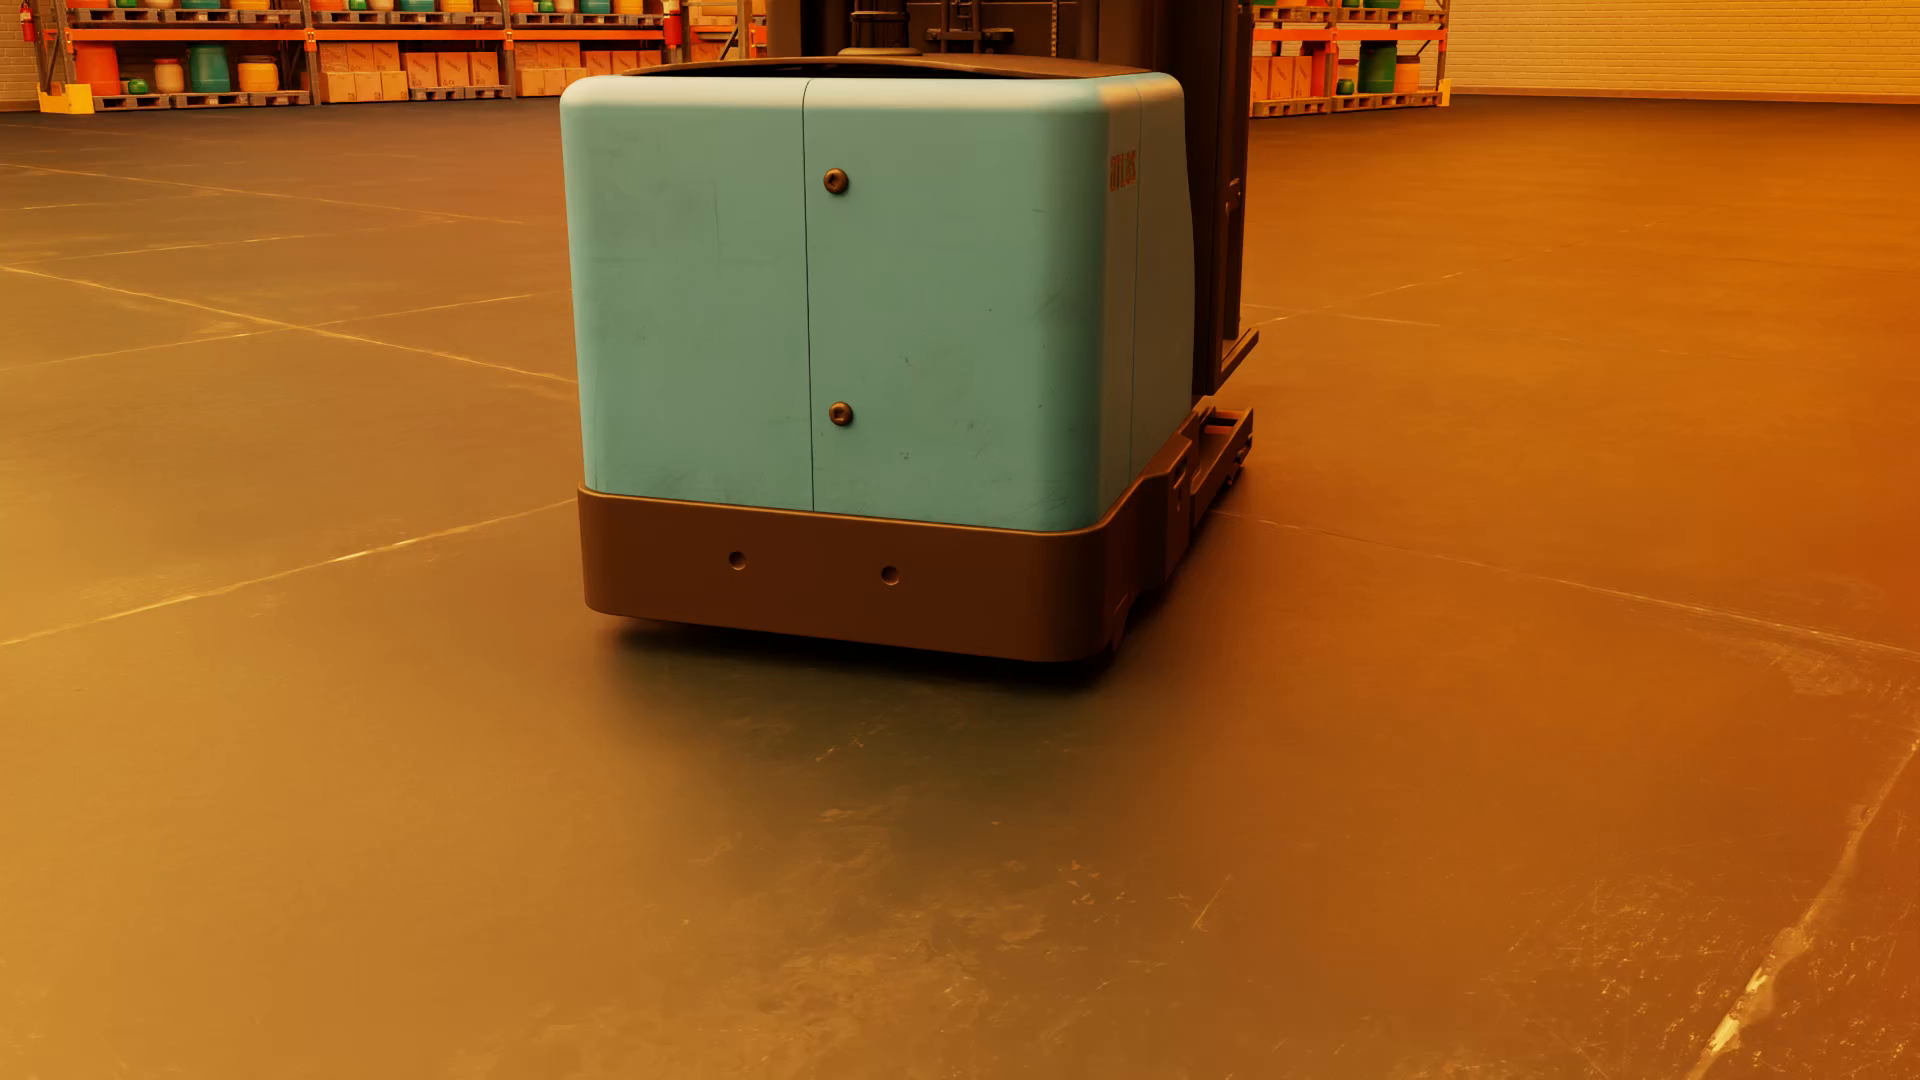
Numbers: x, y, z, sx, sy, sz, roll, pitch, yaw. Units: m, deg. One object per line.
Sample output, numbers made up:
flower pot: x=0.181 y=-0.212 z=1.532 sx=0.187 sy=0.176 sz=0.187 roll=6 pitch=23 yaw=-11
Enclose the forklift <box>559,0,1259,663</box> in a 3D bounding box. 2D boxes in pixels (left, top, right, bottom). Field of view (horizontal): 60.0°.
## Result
forklift: x=0.182 y=-1.571 z=4.072 sx=1.130 sy=2.935 sz=3.031 roll=5 pitch=18 yaw=17
